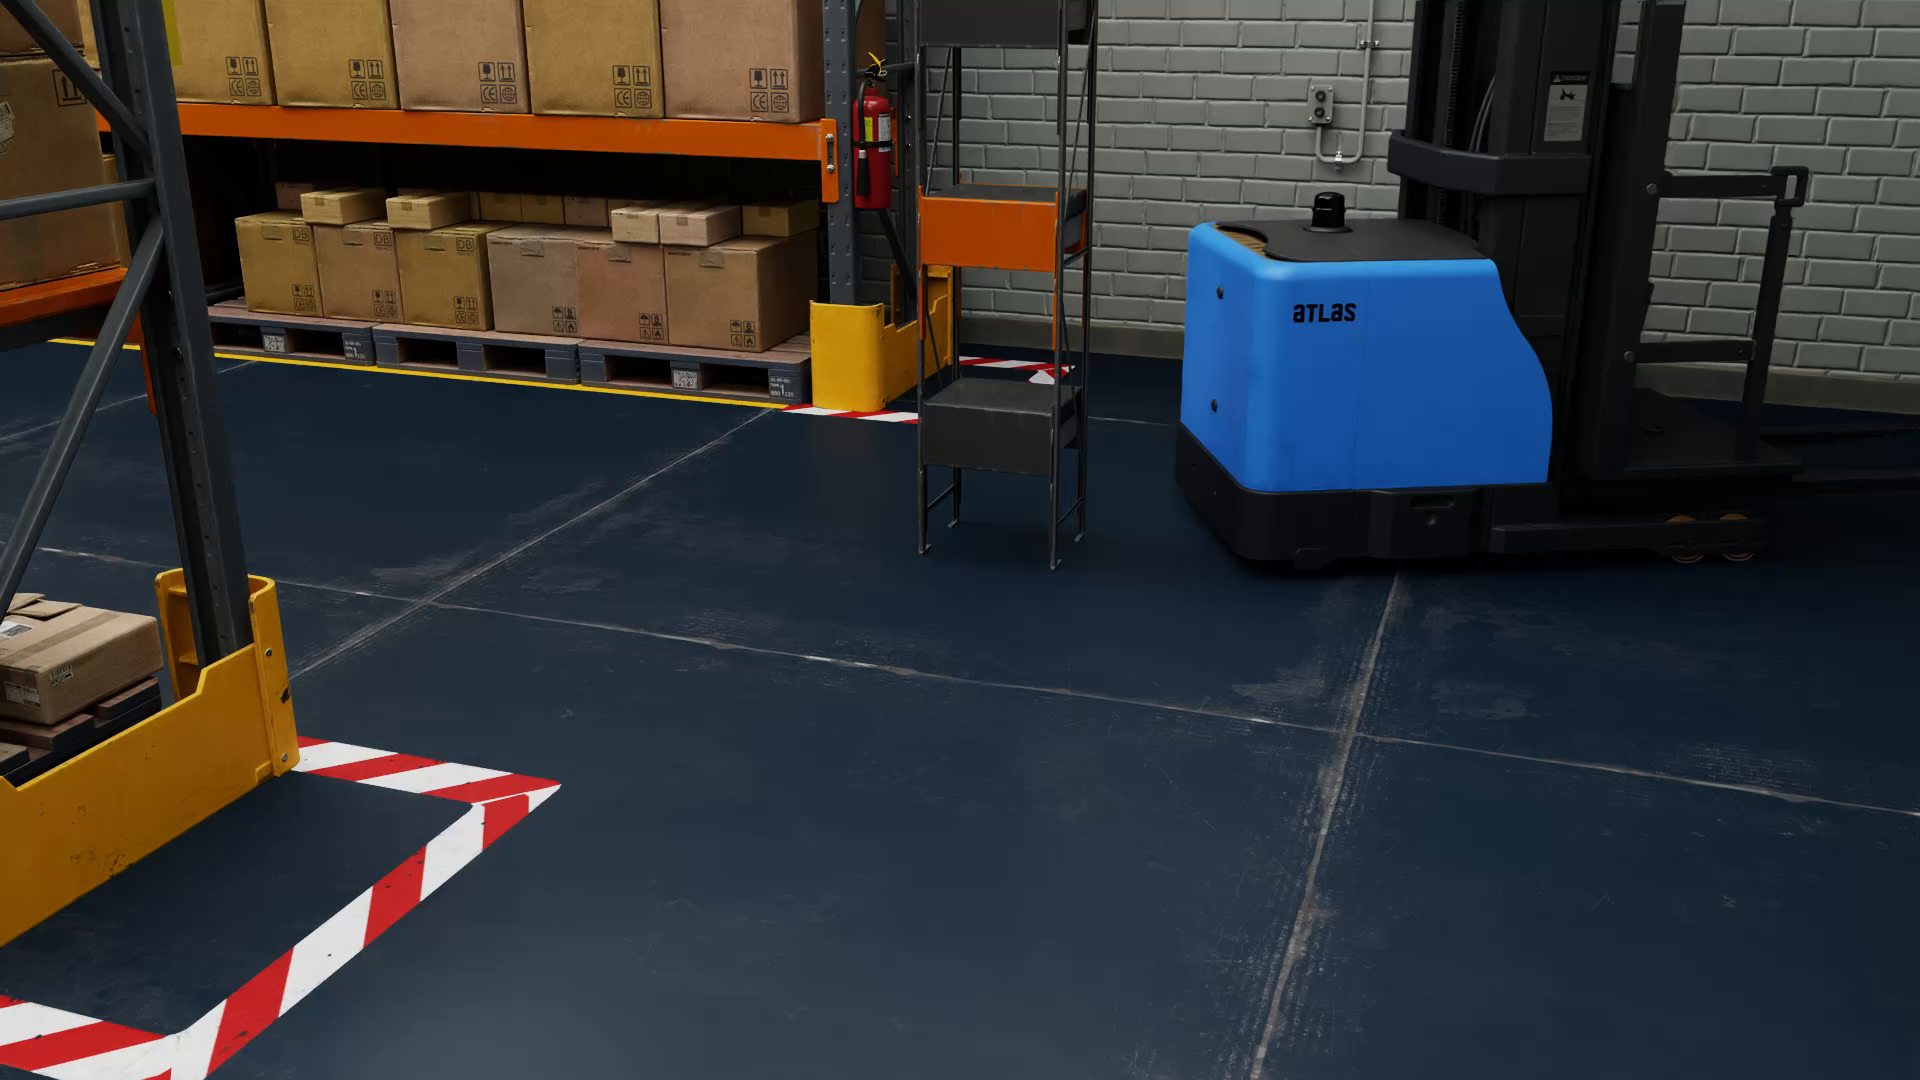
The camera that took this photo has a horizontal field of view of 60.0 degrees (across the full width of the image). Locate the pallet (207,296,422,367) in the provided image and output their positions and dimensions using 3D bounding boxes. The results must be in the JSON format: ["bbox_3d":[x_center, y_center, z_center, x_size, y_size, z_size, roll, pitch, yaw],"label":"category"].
[{"bbox_3d":[-3.473,-1.219,9.252,1.213,0.211,1.003,7,20,18],"label":"pallet"}]

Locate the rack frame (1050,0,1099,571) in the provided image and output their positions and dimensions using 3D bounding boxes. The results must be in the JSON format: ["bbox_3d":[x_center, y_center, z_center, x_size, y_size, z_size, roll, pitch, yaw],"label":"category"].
[{"bbox_3d":[0.387,-0.947,5.604,0.015,2.100,0.400,7,20,18],"label":"rack frame"}]

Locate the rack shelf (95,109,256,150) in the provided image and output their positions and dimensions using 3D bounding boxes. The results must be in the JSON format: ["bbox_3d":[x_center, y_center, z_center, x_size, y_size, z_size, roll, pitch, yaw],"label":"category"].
[{"bbox_3d":[-6.055,-2.518,9.837,4.000,0.370,1.077,7,20,18],"label":"rack shelf"}]

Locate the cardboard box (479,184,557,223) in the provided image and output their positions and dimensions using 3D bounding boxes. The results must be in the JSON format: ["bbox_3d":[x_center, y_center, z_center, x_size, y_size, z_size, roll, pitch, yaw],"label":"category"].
[{"bbox_3d":[-2.335,-1.791,8.832,0.250,0.149,0.380,6,20,17],"label":"cardboard box"}]

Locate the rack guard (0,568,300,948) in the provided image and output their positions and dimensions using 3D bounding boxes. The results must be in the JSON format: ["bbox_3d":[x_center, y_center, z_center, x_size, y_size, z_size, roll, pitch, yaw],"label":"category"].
[{"bbox_3d":[-2.081,0.503,3.874,0.348,0.500,1.175,7,20,18],"label":"rack guard"}]

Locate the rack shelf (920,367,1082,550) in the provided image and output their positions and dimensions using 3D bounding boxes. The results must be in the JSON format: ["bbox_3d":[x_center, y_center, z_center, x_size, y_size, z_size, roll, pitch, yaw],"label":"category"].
[{"bbox_3d":[0.156,-0.300,5.914,0.480,0.518,0.431,7,20,18],"label":"rack shelf"}]

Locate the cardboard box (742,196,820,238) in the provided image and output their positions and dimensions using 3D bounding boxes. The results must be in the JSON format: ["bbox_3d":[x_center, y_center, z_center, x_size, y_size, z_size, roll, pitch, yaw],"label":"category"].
[{"bbox_3d":[-0.898,-1.627,8.362,0.250,0.149,0.380,7,20,18],"label":"cardboard box"}]

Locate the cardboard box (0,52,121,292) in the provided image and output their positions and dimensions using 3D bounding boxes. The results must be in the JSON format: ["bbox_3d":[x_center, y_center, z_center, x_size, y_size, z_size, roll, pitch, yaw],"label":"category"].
[{"bbox_3d":[-2.342,-0.846,3.795,0.500,0.500,0.500,7,20,19],"label":"cardboard box"}]

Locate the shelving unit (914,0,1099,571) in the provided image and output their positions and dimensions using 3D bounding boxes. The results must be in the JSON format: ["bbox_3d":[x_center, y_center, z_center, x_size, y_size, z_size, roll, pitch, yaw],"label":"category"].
[{"bbox_3d":[0.156,-0.974,5.679,0.503,2.100,0.431,7,20,18],"label":"shelving unit"}]

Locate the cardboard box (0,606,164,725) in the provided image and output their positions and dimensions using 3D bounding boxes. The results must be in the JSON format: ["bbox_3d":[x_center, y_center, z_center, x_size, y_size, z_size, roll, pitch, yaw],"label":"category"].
[{"bbox_3d":[-2.292,0.317,4.272,0.250,0.149,0.380,7,20,18],"label":"cardboard box"}]

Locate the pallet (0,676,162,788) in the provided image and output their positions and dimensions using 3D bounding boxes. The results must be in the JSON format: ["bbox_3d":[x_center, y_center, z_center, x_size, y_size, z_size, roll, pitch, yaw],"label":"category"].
[{"bbox_3d":[-2.835,0.554,4.168,1.213,0.211,1.003,7,20,18],"label":"pallet"}]

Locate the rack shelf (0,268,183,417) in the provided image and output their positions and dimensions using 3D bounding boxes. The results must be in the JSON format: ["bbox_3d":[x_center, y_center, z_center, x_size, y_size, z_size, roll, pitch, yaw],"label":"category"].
[{"bbox_3d":[-3.899,-0.546,4.177,4.000,0.370,1.077,7,20,18],"label":"rack shelf"}]

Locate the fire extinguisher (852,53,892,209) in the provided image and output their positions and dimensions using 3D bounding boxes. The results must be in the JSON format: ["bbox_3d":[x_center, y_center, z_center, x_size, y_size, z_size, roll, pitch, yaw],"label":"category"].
[{"bbox_3d":[-0.396,-1.838,7.475,0.183,0.674,0.296,7,20,18],"label":"fire extinguisher"}]

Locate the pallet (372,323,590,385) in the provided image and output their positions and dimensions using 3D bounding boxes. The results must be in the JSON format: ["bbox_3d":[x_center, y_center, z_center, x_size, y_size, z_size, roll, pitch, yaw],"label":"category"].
[{"bbox_3d":[-2.317,-1.088,8.876,1.213,0.211,1.003,7,20,18],"label":"pallet"}]

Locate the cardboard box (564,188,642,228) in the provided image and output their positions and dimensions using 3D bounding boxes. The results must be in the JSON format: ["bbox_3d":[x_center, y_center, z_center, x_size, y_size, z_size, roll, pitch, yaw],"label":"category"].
[{"bbox_3d":[-1.853,-1.736,8.674,0.250,0.149,0.380,7,20,19],"label":"cardboard box"}]

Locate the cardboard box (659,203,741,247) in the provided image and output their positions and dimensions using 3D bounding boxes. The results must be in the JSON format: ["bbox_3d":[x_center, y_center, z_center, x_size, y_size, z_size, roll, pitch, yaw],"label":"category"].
[{"bbox_3d":[-1.263,-1.536,8.099,0.250,0.149,0.380,6,20,17],"label":"cardboard box"}]

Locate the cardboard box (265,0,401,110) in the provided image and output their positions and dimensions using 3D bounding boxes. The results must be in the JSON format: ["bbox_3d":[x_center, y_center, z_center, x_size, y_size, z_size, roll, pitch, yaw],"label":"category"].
[{"bbox_3d":[-2.971,-2.639,8.635,0.700,0.700,0.980,6,20,17],"label":"cardboard box"}]

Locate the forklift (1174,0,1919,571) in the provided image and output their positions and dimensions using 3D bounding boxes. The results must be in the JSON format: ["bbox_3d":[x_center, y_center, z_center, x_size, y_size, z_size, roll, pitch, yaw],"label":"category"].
[{"bbox_3d":[2.398,-1.471,5.845,3.031,2.935,1.130,-2,19,-7],"label":"forklift"}]

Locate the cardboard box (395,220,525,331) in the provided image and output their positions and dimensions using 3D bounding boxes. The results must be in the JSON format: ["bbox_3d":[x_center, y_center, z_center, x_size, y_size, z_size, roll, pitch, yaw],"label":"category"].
[{"bbox_3d":[-2.536,-1.436,8.798,0.500,0.500,0.700,7,20,19],"label":"cardboard box"}]

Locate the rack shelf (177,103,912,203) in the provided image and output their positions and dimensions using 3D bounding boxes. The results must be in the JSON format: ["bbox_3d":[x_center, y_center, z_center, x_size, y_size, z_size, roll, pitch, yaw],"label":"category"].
[{"bbox_3d":[-2.277,-2.086,8.597,4.000,0.370,1.077,7,20,18],"label":"rack shelf"}]

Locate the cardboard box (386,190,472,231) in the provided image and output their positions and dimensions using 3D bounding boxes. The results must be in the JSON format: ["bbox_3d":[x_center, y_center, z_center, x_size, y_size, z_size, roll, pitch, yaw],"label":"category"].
[{"bbox_3d":[-2.736,-1.704,8.580,0.250,0.149,0.380,6,20,17],"label":"cardboard box"}]

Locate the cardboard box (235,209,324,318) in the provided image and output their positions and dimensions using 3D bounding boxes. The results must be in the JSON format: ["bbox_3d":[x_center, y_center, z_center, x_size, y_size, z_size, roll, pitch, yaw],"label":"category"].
[{"bbox_3d":[-3.493,-1.547,9.118,0.500,0.500,0.700,7,20,19],"label":"cardboard box"}]

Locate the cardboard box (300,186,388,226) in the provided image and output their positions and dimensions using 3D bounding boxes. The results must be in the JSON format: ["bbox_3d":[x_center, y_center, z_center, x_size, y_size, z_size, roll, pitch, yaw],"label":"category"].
[{"bbox_3d":[-3.230,-1.760,8.742,0.250,0.149,0.380,7,20,20],"label":"cardboard box"}]

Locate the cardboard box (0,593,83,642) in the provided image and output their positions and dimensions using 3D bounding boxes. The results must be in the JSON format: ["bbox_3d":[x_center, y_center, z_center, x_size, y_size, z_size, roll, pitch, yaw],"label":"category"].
[{"bbox_3d":[-2.528,0.282,4.347,0.250,0.166,0.380,7,20,18],"label":"cardboard box"}]

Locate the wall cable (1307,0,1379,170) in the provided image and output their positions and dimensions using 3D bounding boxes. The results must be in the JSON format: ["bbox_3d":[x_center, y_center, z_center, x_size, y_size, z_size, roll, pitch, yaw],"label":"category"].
[{"bbox_3d":[1.133,-2.845,8.139,1.851,1.984,0.084,7,20,18],"label":"wall cable"}]

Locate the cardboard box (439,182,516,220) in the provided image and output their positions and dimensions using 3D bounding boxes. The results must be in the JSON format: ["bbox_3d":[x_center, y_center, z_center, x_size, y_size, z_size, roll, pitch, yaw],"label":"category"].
[{"bbox_3d":[-2.579,-1.819,8.911,0.250,0.149,0.380,7,20,19],"label":"cardboard box"}]

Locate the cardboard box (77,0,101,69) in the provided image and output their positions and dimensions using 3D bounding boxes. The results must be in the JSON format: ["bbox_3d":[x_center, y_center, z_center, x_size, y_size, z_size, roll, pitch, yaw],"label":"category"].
[{"bbox_3d":[-4.685,-2.811,8.948,0.500,0.500,0.500,6,20,17],"label":"cardboard box"}]

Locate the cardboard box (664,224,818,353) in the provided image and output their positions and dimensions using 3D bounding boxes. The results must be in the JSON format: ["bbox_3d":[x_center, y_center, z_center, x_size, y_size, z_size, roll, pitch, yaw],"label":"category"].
[{"bbox_3d":[-1.081,-1.272,8.329,0.500,0.500,0.700,7,20,18],"label":"cardboard box"}]

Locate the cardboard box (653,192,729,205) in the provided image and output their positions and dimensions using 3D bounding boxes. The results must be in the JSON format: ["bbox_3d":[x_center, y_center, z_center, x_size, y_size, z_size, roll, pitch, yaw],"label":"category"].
[{"bbox_3d":[-1.377,-1.682,8.518,0.250,0.149,0.380,7,20,18],"label":"cardboard box"}]

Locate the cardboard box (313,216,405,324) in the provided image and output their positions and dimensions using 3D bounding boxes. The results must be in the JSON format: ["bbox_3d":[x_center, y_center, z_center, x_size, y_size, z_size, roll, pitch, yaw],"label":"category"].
[{"bbox_3d":[-3.020,-1.492,8.959,0.500,0.500,0.700,6,20,18],"label":"cardboard box"}]

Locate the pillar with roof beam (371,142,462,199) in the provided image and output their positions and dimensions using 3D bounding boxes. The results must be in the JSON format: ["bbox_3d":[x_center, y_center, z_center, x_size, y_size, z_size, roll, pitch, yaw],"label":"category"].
[{"bbox_3d":[-4.634,-4.330,4.826,0.400,9.000,9.100,7,20,18],"label":"pillar with roof beam"}]

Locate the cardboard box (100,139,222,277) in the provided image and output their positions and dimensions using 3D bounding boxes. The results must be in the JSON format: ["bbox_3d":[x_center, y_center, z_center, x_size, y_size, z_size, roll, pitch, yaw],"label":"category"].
[{"bbox_3d":[-4.823,-1.855,9.469,0.750,0.750,0.750,7,20,19],"label":"cardboard box"}]

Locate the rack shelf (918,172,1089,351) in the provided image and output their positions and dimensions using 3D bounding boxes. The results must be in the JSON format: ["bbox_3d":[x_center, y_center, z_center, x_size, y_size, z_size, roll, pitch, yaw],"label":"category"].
[{"bbox_3d":[0.156,-0.961,5.684,0.480,0.518,0.431,7,20,18],"label":"rack shelf"}]

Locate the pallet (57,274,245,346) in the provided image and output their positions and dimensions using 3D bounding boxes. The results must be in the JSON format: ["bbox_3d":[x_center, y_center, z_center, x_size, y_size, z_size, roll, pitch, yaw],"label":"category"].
[{"bbox_3d":[-4.920,-1.385,9.729,1.213,0.211,1.003,7,20,18],"label":"pallet"}]

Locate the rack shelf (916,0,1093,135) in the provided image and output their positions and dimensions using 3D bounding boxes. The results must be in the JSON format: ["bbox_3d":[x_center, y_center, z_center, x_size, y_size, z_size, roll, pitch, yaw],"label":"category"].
[{"bbox_3d":[0.156,-1.622,5.453,0.480,0.518,0.431,7,20,18],"label":"rack shelf"}]

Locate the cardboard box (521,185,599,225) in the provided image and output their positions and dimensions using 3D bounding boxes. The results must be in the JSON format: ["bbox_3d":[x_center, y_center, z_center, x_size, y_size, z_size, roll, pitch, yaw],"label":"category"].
[{"bbox_3d":[-2.096,-1.764,8.753,0.250,0.149,0.380,7,20,19],"label":"cardboard box"}]

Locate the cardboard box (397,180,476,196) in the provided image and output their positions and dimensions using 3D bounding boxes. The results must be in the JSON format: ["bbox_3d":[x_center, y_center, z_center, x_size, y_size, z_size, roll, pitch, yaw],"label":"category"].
[{"bbox_3d":[-2.817,-1.846,8.990,0.250,0.149,0.380,6,20,16],"label":"cardboard box"}]

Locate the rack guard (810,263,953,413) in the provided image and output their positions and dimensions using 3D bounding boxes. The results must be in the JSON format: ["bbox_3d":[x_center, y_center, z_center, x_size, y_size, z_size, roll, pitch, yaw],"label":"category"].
[{"bbox_3d":[-0.365,-1.027,8.263,0.348,0.500,1.175,7,20,18],"label":"rack guard"}]

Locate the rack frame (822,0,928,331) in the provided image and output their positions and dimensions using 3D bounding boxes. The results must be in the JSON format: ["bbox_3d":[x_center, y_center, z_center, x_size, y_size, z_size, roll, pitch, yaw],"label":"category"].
[{"bbox_3d":[-0.387,-2.210,7.859,0.127,3.000,1.000,7,20,18],"label":"rack frame"}]

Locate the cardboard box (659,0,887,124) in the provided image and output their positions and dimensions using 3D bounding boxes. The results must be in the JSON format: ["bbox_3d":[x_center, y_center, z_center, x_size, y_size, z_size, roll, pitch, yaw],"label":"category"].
[{"bbox_3d":[-0.872,-2.404,7.959,0.700,0.700,0.980,7,21,21],"label":"cardboard box"}]

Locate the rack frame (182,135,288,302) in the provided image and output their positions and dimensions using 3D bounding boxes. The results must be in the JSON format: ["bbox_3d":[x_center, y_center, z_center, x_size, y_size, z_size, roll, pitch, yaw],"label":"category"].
[{"bbox_3d":[-4.166,-2.642,9.098,0.127,3.000,1.000,7,20,18],"label":"rack frame"}]

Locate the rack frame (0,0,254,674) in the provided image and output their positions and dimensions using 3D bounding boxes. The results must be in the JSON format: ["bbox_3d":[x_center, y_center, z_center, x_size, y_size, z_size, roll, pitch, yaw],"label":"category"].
[{"bbox_3d":[-2.010,-0.669,3.439,0.127,3.000,1.000,7,20,18],"label":"rack frame"}]

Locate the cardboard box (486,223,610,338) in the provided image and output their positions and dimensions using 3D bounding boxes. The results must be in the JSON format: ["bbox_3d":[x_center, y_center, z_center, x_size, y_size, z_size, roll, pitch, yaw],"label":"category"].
[{"bbox_3d":[-2.029,-1.381,8.639,0.500,0.500,0.700,6,20,16],"label":"cardboard box"}]

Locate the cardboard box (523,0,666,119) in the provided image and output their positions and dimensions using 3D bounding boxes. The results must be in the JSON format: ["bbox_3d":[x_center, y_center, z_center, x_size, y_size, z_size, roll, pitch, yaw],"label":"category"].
[{"bbox_3d":[-1.563,-2.479,8.174,0.700,0.700,0.980,6,20,18],"label":"cardboard box"}]

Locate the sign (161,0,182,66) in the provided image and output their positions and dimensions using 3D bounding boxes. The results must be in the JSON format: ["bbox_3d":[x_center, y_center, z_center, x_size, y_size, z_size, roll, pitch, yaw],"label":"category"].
[{"bbox_3d":[-1.832,-1.247,3.781,0.005,0.325,0.100,7,20,18],"label":"sign"}]

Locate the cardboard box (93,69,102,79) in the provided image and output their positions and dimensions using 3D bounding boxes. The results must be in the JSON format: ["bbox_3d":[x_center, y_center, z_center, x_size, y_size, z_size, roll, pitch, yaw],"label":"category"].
[{"bbox_3d":[-4.578,-2.481,8.989,0.250,0.149,0.380,7,20,19],"label":"cardboard box"}]

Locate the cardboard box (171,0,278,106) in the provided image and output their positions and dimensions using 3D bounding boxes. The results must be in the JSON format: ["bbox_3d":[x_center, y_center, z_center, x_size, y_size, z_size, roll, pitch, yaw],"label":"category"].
[{"bbox_3d":[-3.659,-2.720,8.866,0.700,0.700,0.980,7,20,19],"label":"cardboard box"}]

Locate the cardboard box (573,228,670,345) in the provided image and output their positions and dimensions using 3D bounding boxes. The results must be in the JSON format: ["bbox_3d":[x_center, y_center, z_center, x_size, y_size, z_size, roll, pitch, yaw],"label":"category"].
[{"bbox_3d":[-1.554,-1.326,8.484,0.500,0.500,0.700,6,20,18],"label":"cardboard box"}]

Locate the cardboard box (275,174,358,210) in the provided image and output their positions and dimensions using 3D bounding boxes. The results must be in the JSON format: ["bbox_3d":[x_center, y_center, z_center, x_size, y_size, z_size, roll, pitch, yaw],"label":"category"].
[{"bbox_3d":[-3.565,-1.931,9.233,0.250,0.149,0.380,6,20,18],"label":"cardboard box"}]

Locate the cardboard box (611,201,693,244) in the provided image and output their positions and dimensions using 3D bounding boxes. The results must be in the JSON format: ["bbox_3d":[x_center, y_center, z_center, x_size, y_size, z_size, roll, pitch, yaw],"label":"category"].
[{"bbox_3d":[-1.504,-1.563,8.178,0.250,0.149,0.380,7,20,20],"label":"cardboard box"}]

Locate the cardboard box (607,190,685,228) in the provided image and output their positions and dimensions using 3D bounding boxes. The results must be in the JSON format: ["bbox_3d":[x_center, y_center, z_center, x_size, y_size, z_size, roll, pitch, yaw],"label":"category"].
[{"bbox_3d":[-1.613,-1.709,8.596,0.250,0.149,0.380,7,20,19],"label":"cardboard box"}]

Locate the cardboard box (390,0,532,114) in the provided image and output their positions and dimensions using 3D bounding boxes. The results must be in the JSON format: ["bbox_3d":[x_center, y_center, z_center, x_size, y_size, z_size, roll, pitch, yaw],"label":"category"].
[{"bbox_3d":[-2.281,-2.564,8.419,0.700,0.700,0.980,6,20,15],"label":"cardboard box"}]

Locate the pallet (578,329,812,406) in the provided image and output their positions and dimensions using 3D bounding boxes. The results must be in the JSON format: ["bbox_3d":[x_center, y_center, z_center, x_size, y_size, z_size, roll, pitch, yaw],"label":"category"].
[{"bbox_3d":[-1.168,-0.955,8.496,1.213,0.211,1.003,7,20,18],"label":"pallet"}]

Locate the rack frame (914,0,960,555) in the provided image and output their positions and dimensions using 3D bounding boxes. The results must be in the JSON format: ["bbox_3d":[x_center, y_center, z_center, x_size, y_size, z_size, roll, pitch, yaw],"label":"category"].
[{"bbox_3d":[-0.074,-1.000,5.755,0.015,2.100,0.400,7,20,18],"label":"rack frame"}]

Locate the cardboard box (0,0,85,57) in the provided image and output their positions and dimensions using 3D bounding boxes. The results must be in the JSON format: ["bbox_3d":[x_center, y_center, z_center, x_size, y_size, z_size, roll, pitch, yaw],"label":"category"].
[{"bbox_3d":[-2.342,-1.319,3.631,0.500,0.500,0.500,7,20,20],"label":"cardboard box"}]
